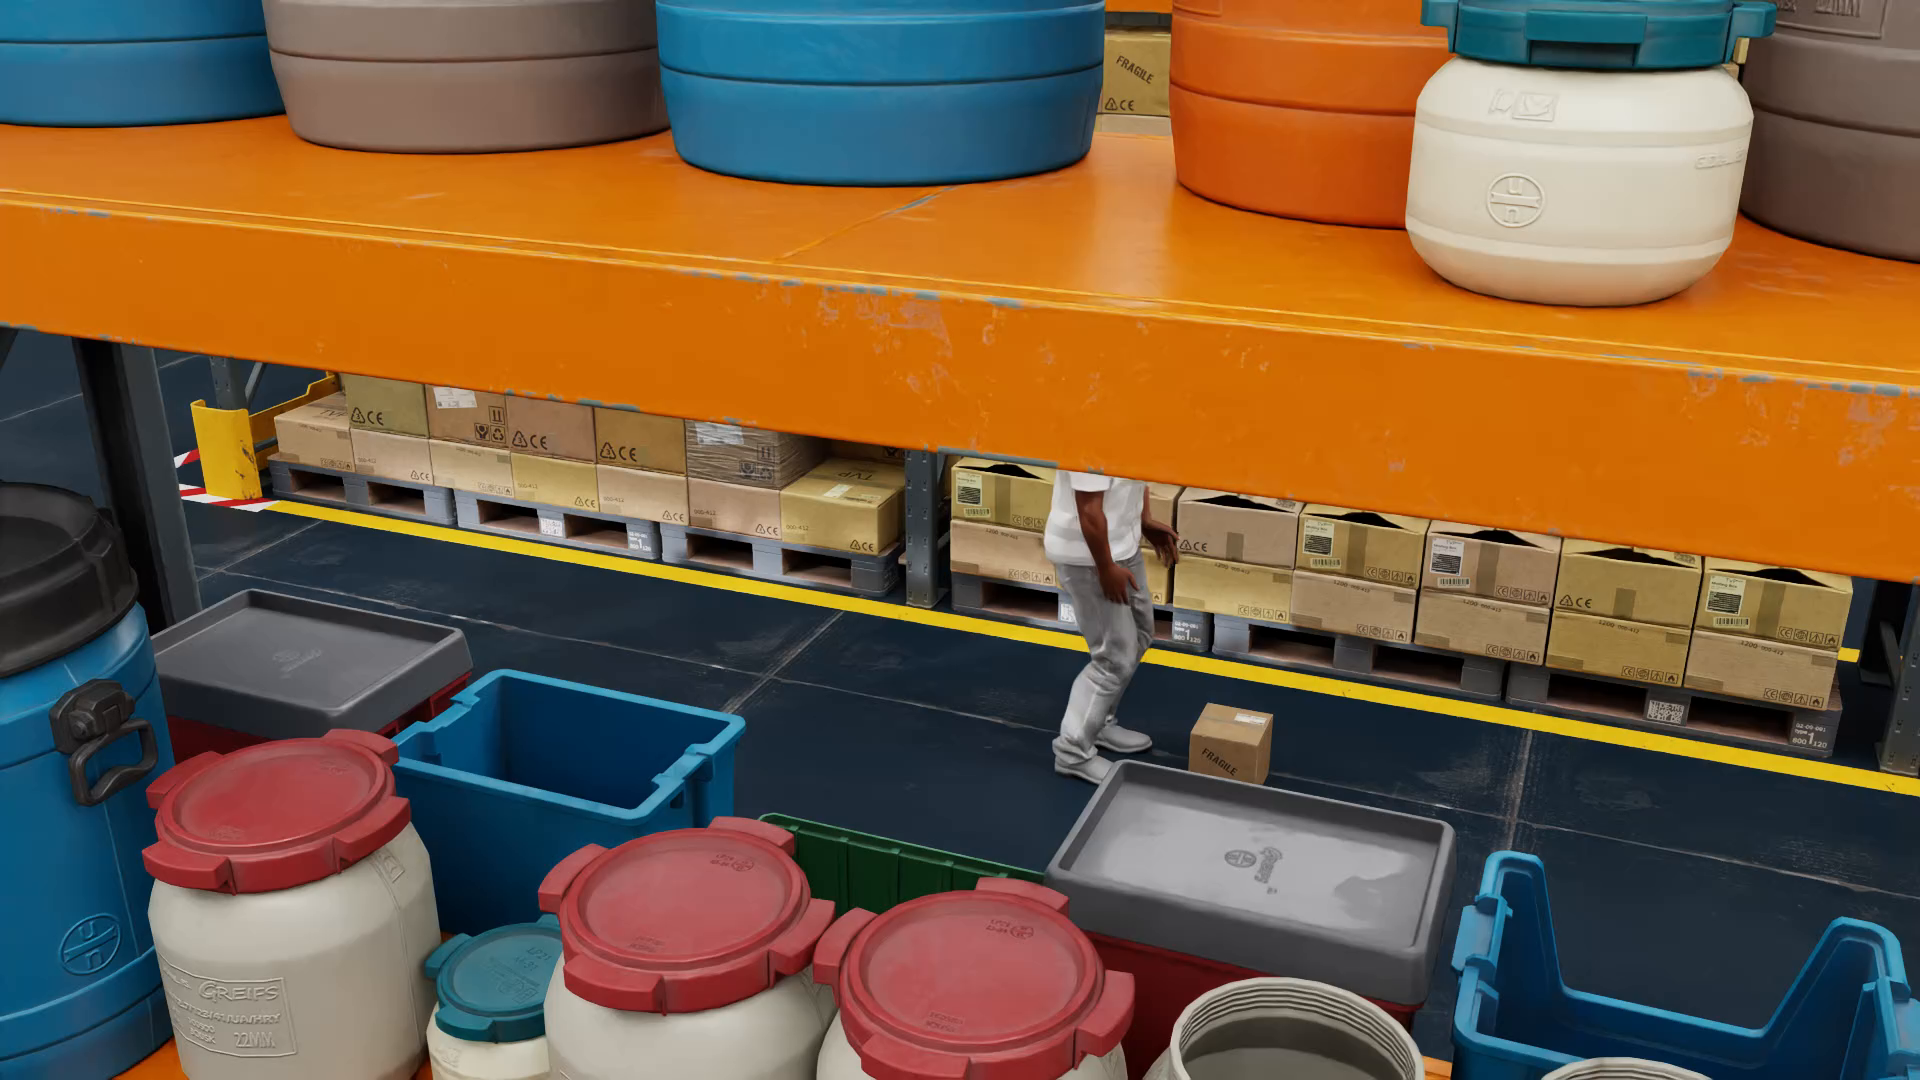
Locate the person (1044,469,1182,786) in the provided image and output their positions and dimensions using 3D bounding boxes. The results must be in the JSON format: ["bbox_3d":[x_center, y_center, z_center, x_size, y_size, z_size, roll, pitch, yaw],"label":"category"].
[{"bbox_3d":[0.561,0.033,6.046,0.453,1.717,0.591,9,24,20],"label":"person"}]
